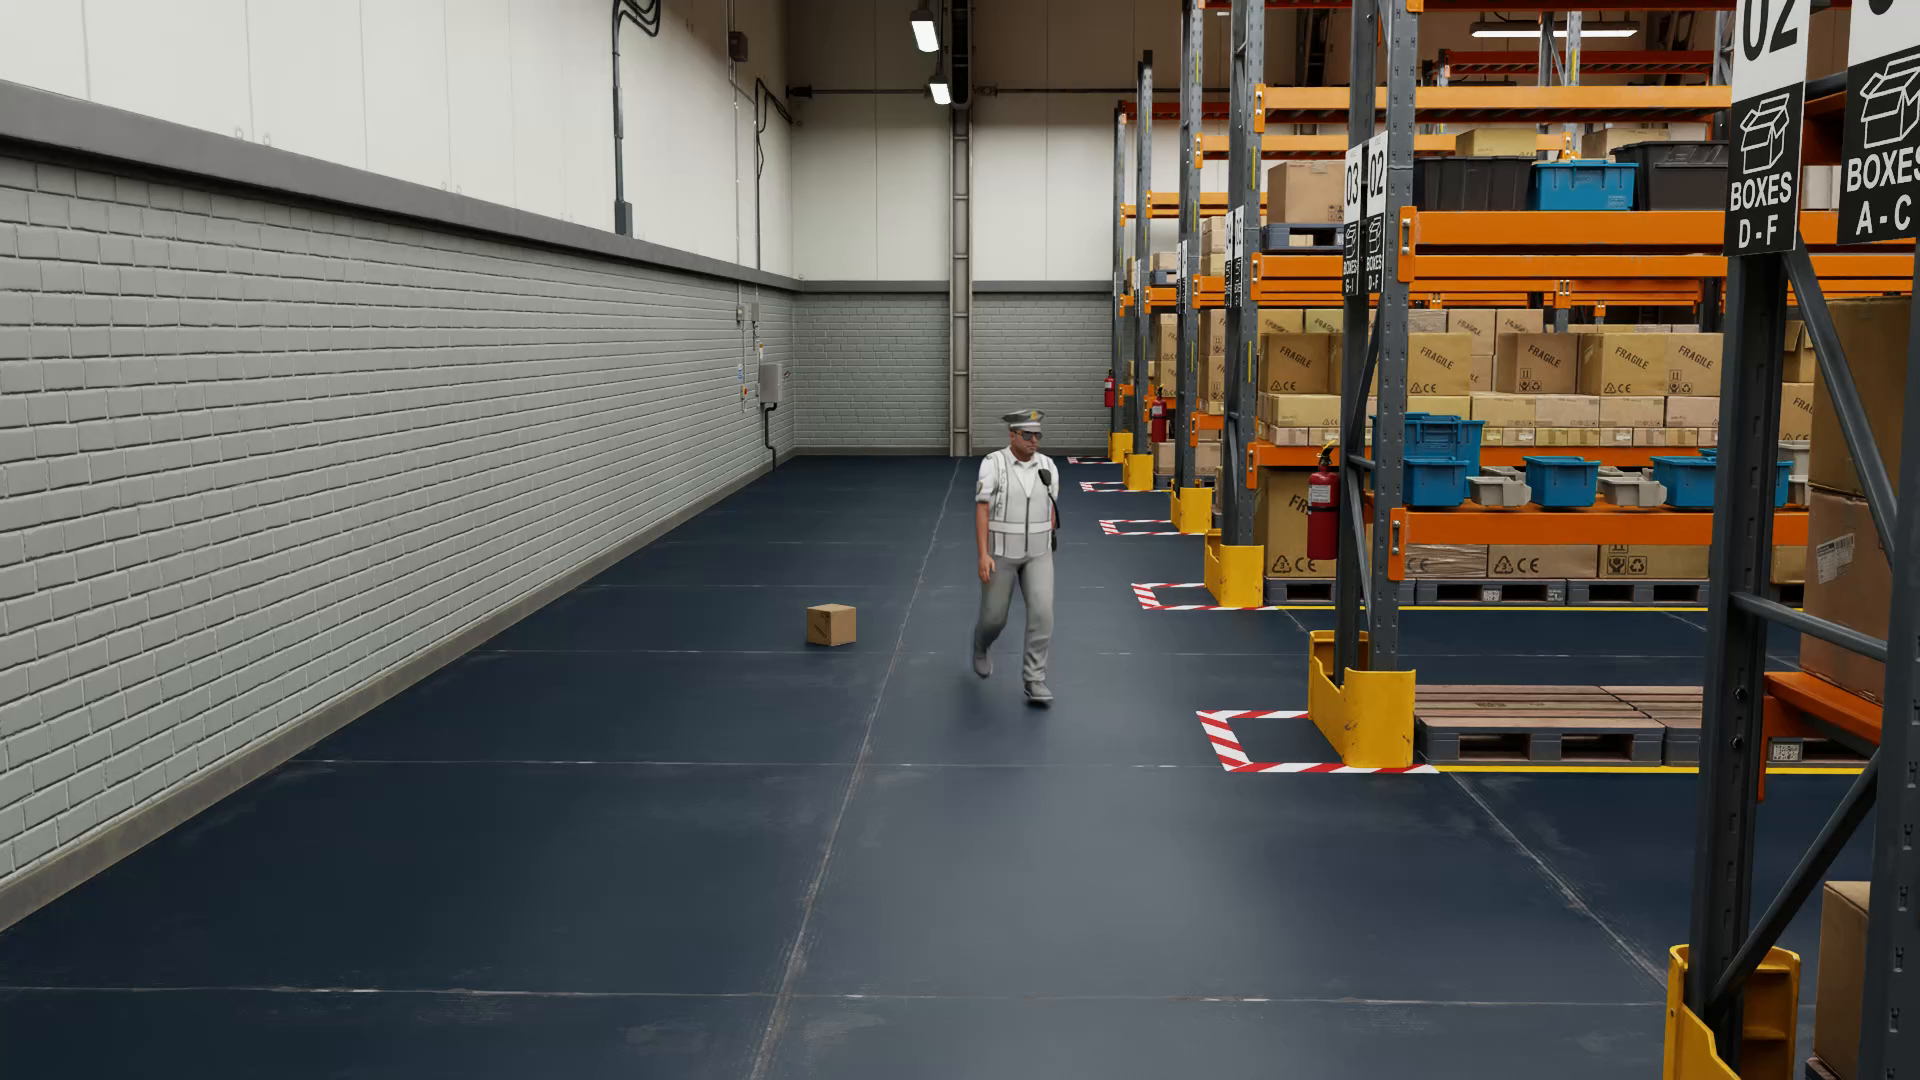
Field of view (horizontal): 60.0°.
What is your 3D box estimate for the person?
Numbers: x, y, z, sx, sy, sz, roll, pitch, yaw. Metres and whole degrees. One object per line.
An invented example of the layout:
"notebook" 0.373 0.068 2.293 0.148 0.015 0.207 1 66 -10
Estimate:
"person" 0.334 0.064 10.085 0.538 1.721 0.840 -2 7 -14
